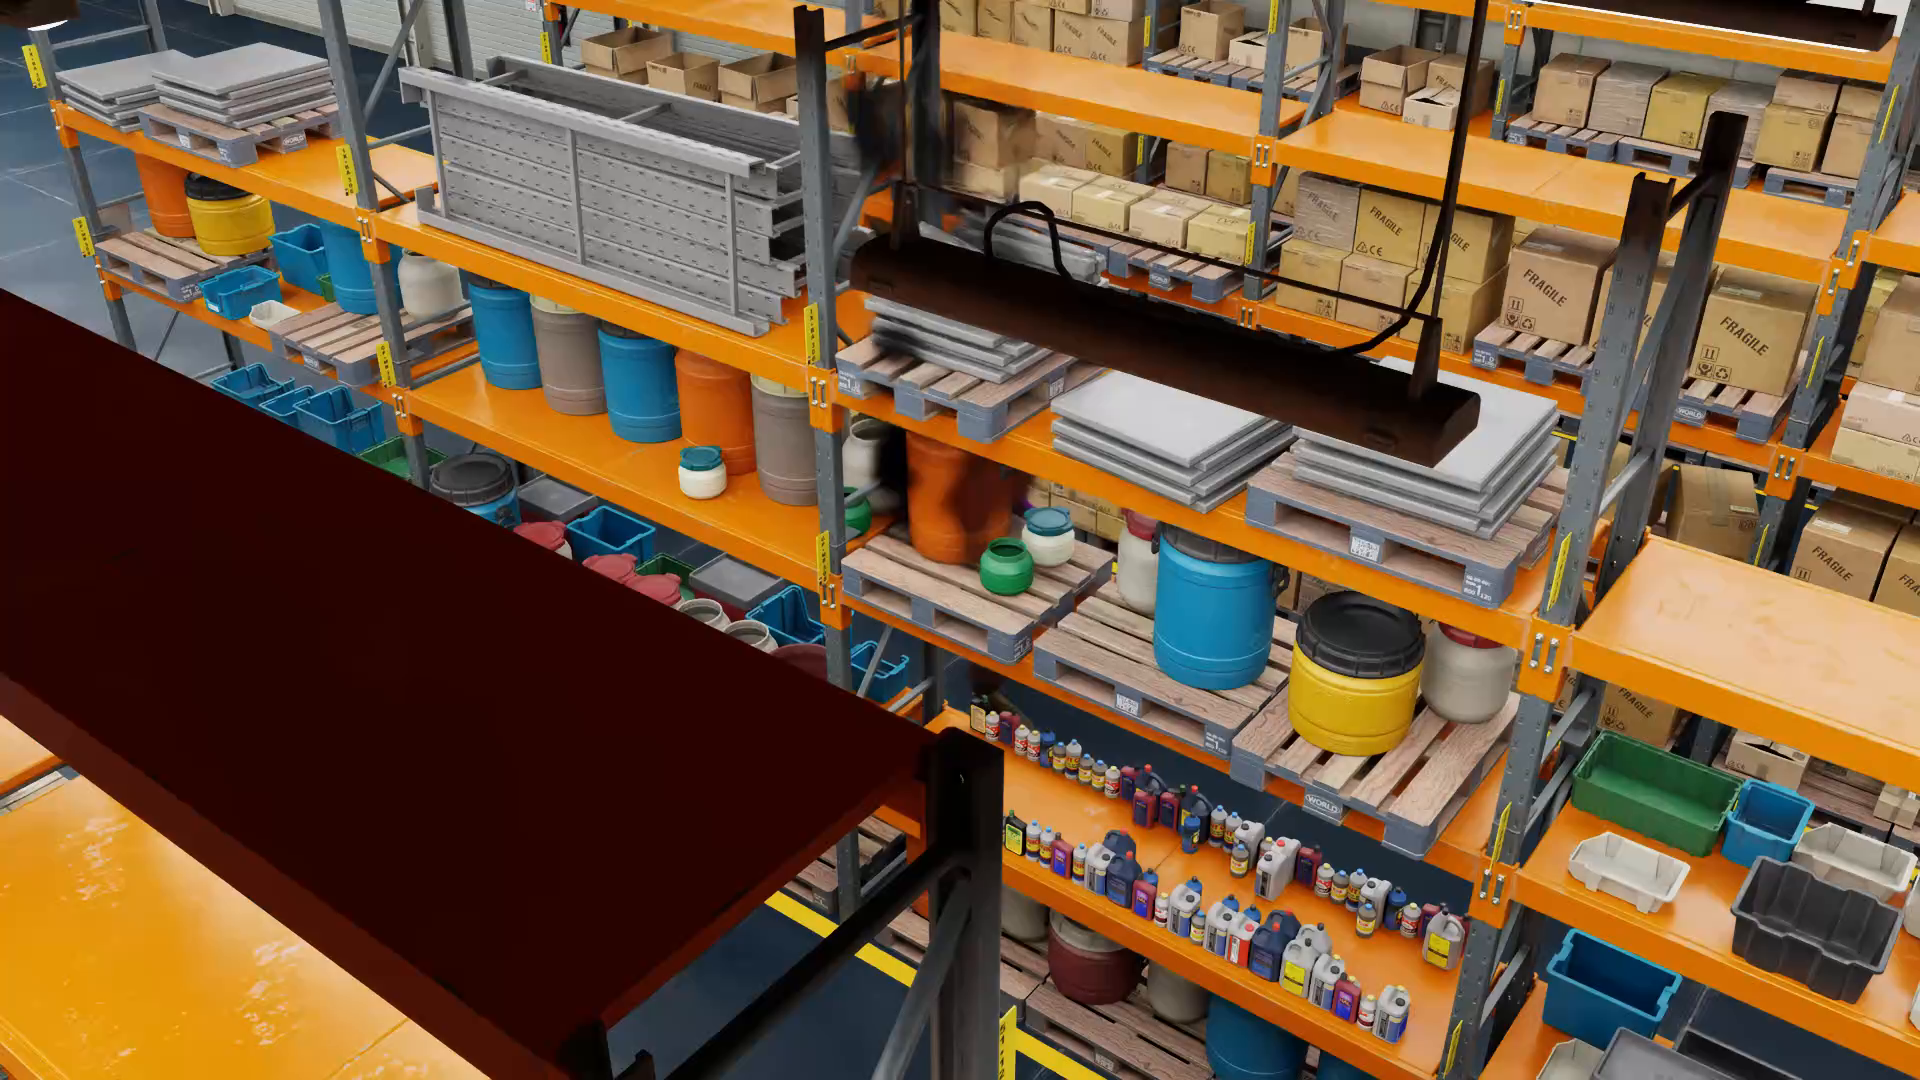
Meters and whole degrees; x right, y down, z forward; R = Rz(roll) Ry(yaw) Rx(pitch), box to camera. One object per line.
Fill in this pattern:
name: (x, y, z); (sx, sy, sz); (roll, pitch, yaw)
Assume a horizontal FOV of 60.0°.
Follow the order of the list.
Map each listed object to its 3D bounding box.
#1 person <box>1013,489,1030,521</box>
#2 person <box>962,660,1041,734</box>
person: (0.157, 0.211, 12.773); (0.747, 1.884, 0.677); (22, 38, 32)
person: (0.267, 0.739, 11.838); (0.893, 1.783, 0.719); (19, 36, 29)
